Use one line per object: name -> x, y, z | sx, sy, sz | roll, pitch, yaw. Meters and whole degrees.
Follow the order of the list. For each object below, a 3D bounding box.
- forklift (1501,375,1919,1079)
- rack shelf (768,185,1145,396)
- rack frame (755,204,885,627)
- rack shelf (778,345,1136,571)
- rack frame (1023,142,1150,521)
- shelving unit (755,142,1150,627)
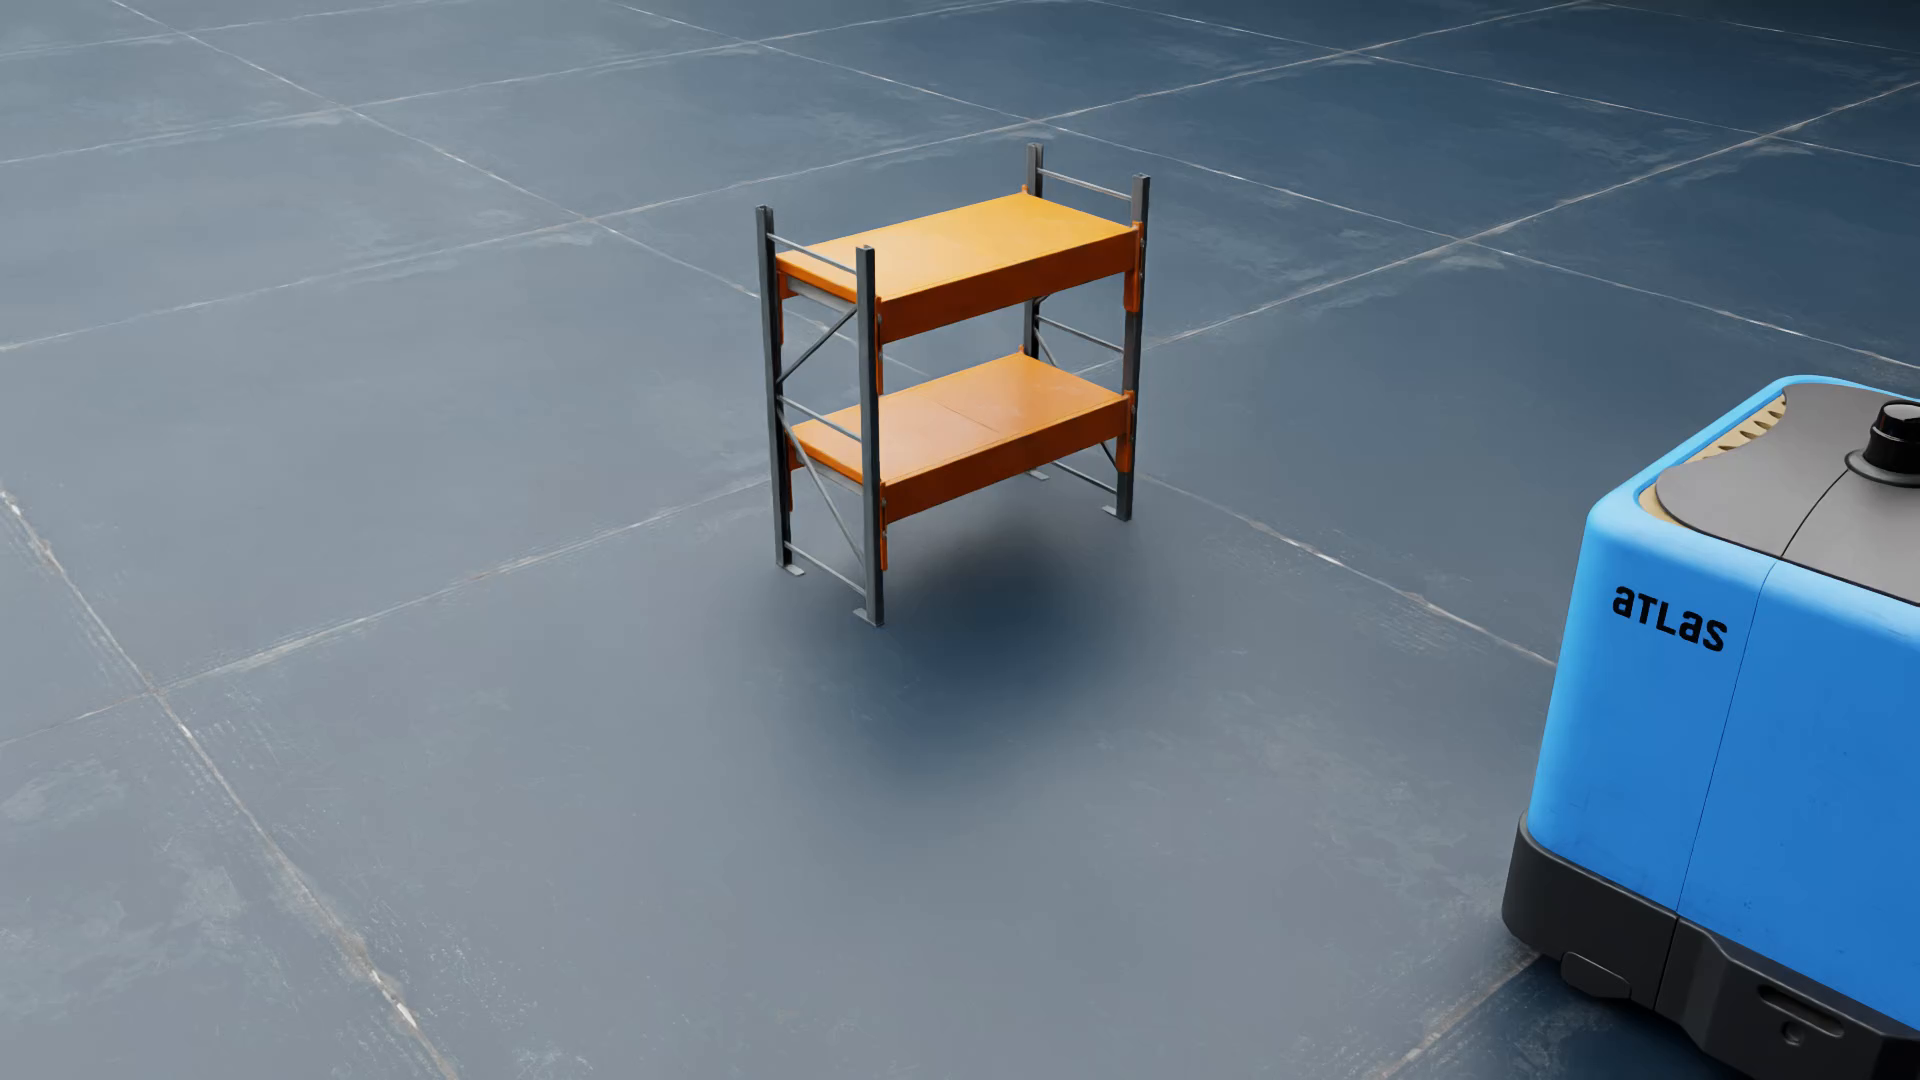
forklift -> 2.561, -0.080, 2.290 | 1.130, 2.935, 3.031 | -25, 37, -38
rack shelf -> -0.005, -0.752, 4.843 | 1.000, 0.278, 0.538 | -22, 35, -35
rack frame -> -0.392, -0.339, 4.690 | 0.032, 1.125, 0.500 | -22, 35, -35
rack shelf -> -0.005, -0.278, 5.096 | 1.000, 0.278, 0.538 | -22, 35, -35
rack frame -> 0.382, -0.650, 5.272 | 0.032, 1.125, 0.500 | -22, 35, -35
shelving unit -> -0.005, -0.494, 4.981 | 1.048, 1.125, 0.538 | -22, 35, -35
